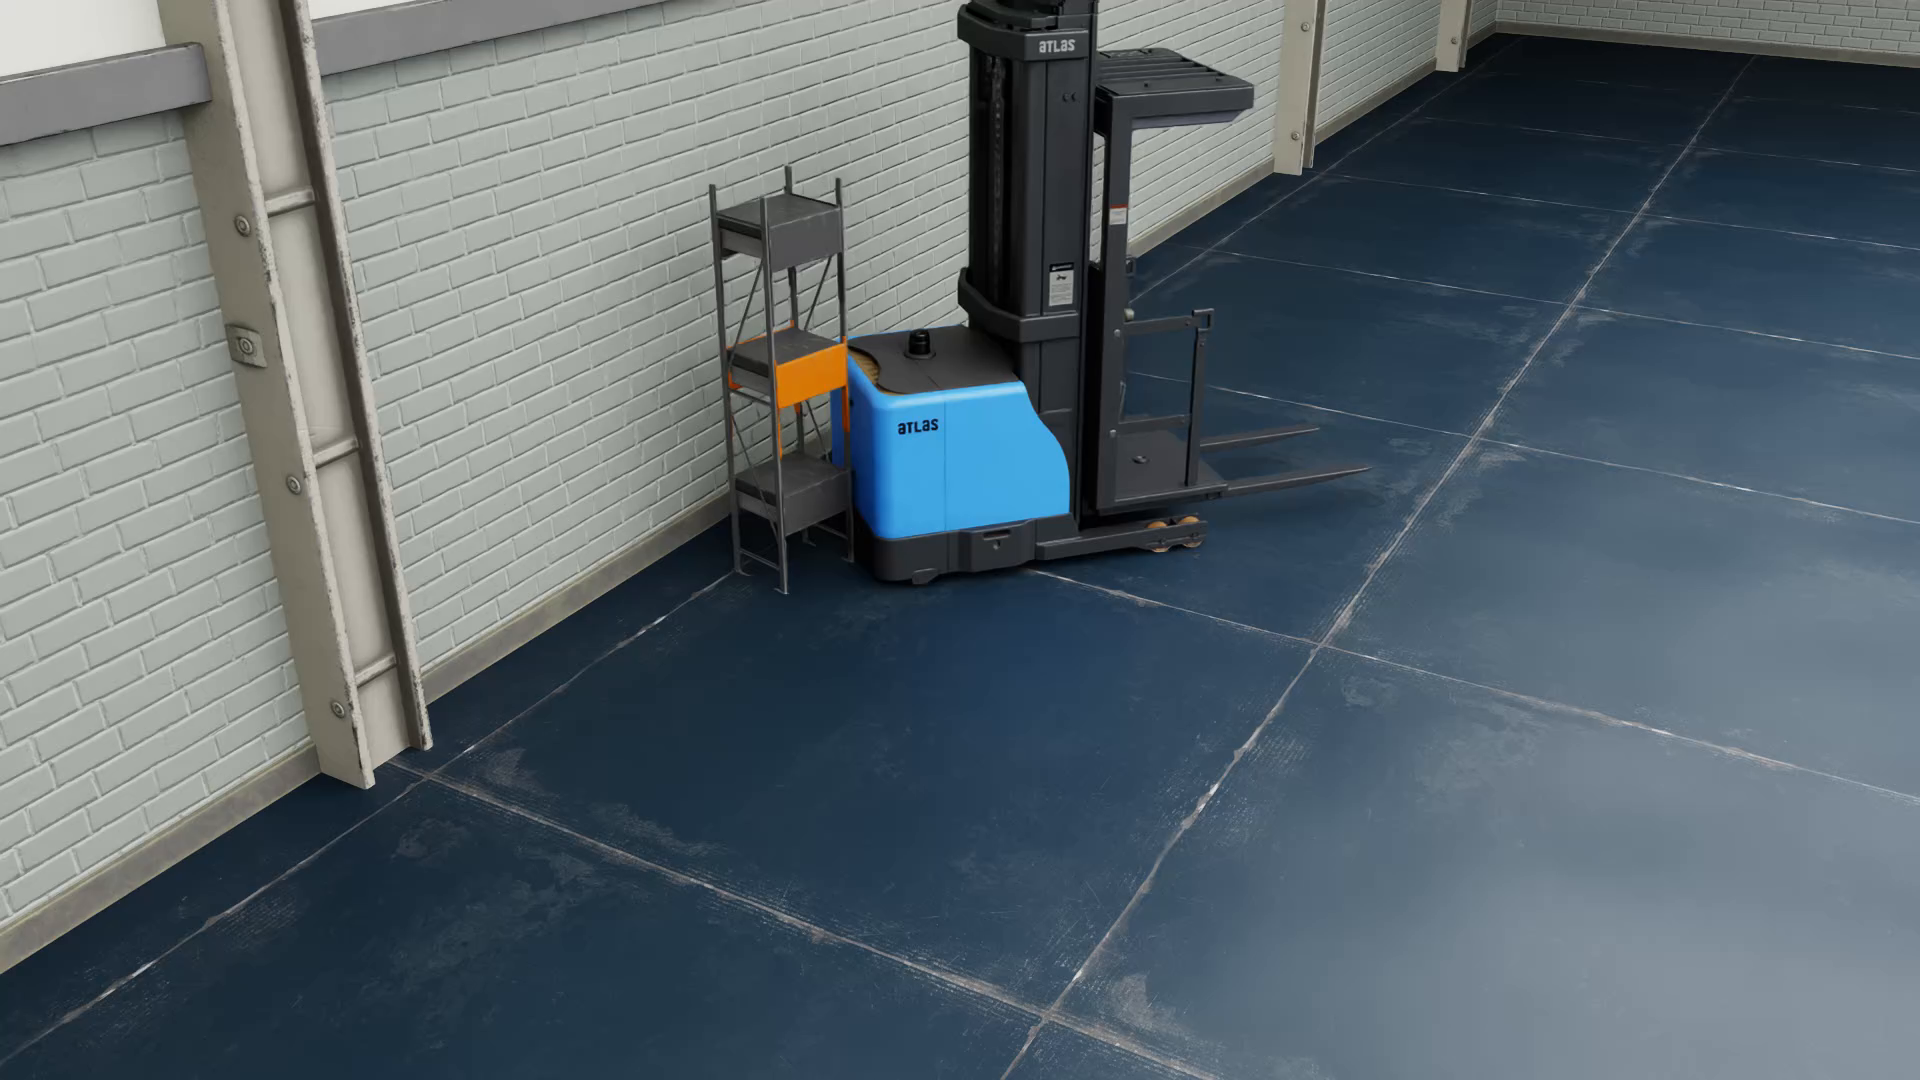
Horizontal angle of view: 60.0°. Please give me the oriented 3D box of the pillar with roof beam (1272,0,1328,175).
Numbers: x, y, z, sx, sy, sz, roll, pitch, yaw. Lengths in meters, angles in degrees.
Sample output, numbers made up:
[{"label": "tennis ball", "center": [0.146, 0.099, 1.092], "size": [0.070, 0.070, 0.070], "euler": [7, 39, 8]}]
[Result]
[{"label": "pillar with roof beam", "center": [7.073, -6.795, 12.771], "size": [9.100, 9.000, 0.400], "euler": [14, 30, 26]}]

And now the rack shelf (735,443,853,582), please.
[{"label": "rack shelf", "center": [-0.887, -0.152, 8.802], "size": [0.431, 0.518, 0.480], "euler": [22, 34, 37]}]

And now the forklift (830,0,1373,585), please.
[{"label": "forklift", "center": [0.846, -1.456, 8.885], "size": [3.031, 2.935, 1.130], "euler": [-9, 28, -17]}]

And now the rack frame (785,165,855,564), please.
[{"label": "rack frame", "center": [-0.723, -0.870, 8.643], "size": [0.400, 2.100, 0.015], "euler": [22, 34, 37]}]

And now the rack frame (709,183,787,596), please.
[{"label": "rack frame", "center": [-1.052, -0.709, 8.322], "size": [0.400, 2.100, 0.015], "euler": [22, 34, 37]}]

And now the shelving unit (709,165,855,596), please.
[{"label": "shelving unit", "center": [-0.887, -0.790, 8.482], "size": [0.431, 2.100, 0.503], "euler": [22, 34, 37]}]

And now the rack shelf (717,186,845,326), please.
[{"label": "rack shelf", "center": [-0.887, -1.404, 8.175], "size": [0.431, 0.518, 0.480], "euler": [22, 34, 37]}]

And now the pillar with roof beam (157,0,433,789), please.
[{"label": "pillar with roof beam", "center": [1.170, -2.118, 3.429], "size": [9.100, 9.000, 0.400], "euler": [14, 30, 26]}]

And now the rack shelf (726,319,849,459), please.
[{"label": "rack shelf", "center": [-0.887, -0.778, 8.488], "size": [0.431, 0.518, 0.480], "euler": [22, 34, 37]}]

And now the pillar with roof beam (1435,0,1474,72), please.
[{"label": "pillar with roof beam", "center": [10.025, -9.133, 17.442], "size": [9.100, 9.000, 0.400], "euler": [14, 30, 26]}]
